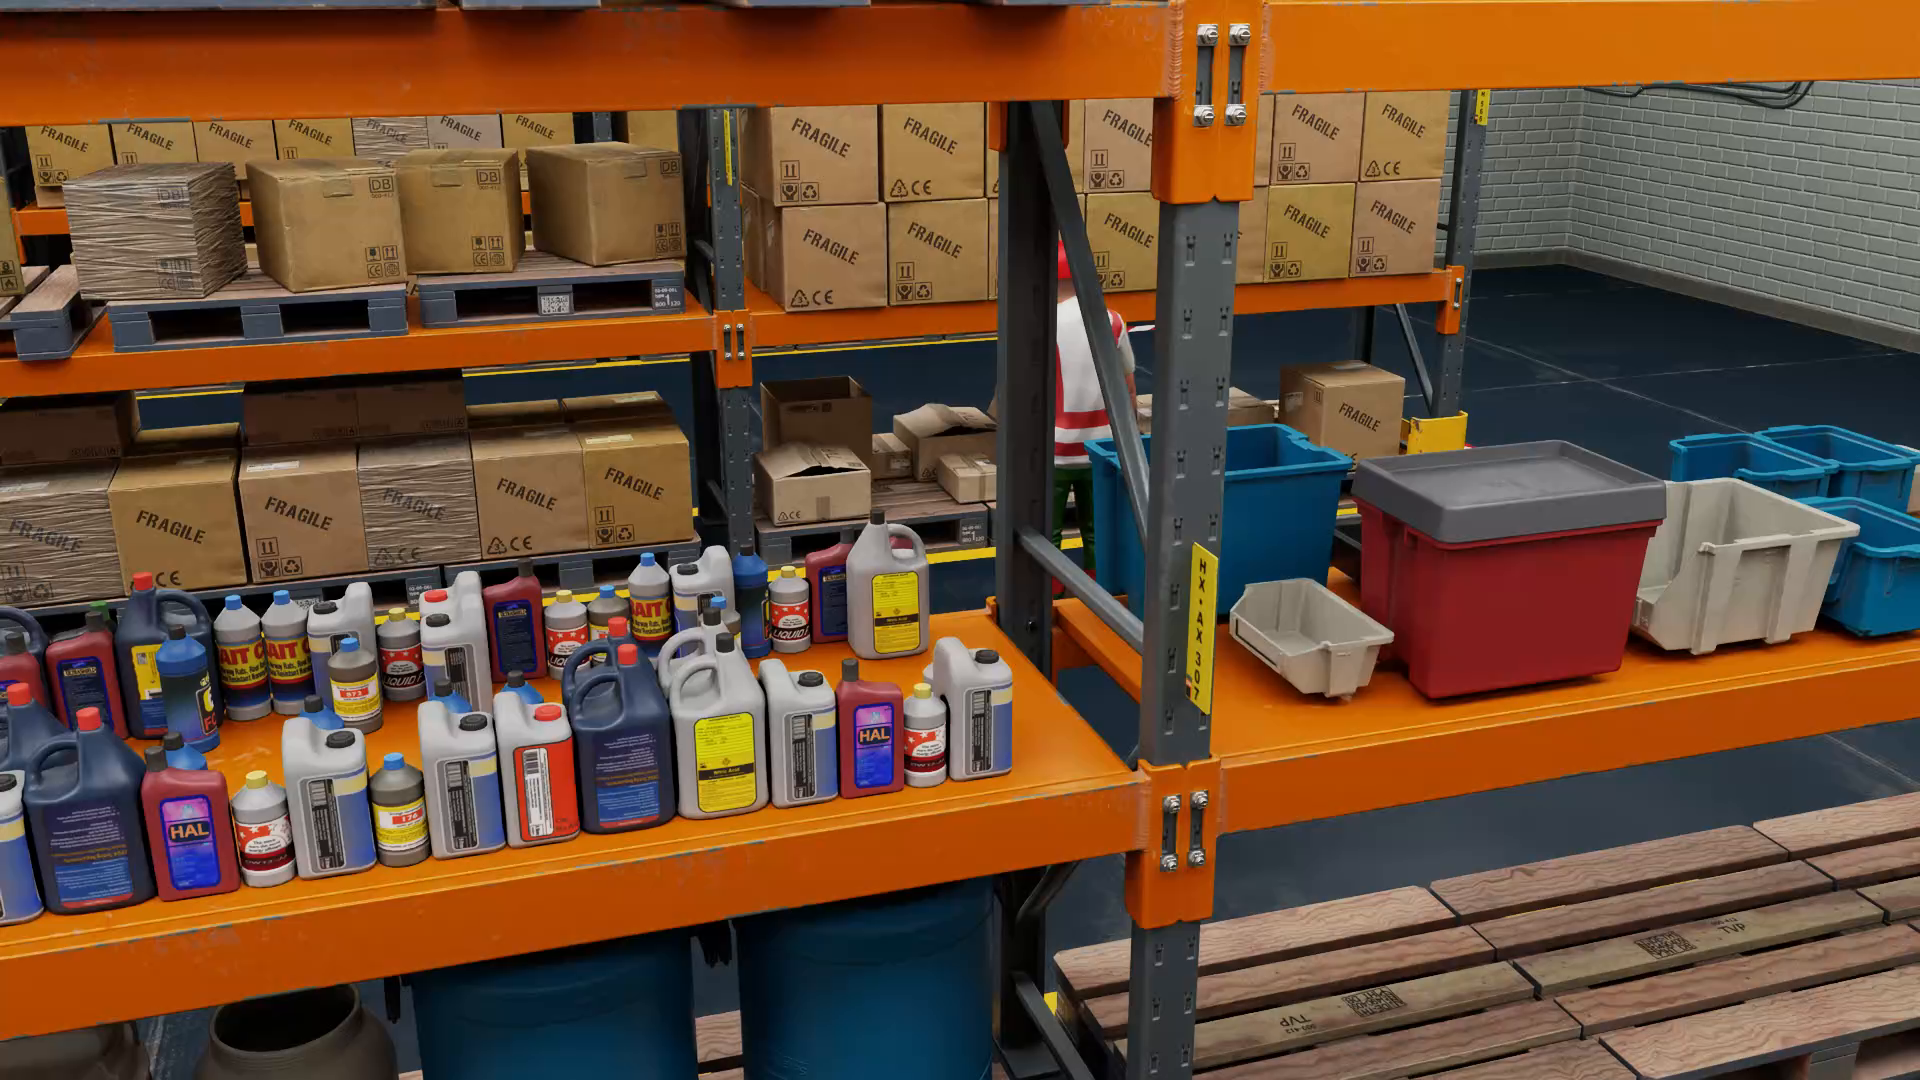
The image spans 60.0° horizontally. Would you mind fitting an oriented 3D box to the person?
[{"bbox_3d":[0.471,-0.389,7.170,0.608,1.780,0.448,-6,20,-17],"label":"person"}]
